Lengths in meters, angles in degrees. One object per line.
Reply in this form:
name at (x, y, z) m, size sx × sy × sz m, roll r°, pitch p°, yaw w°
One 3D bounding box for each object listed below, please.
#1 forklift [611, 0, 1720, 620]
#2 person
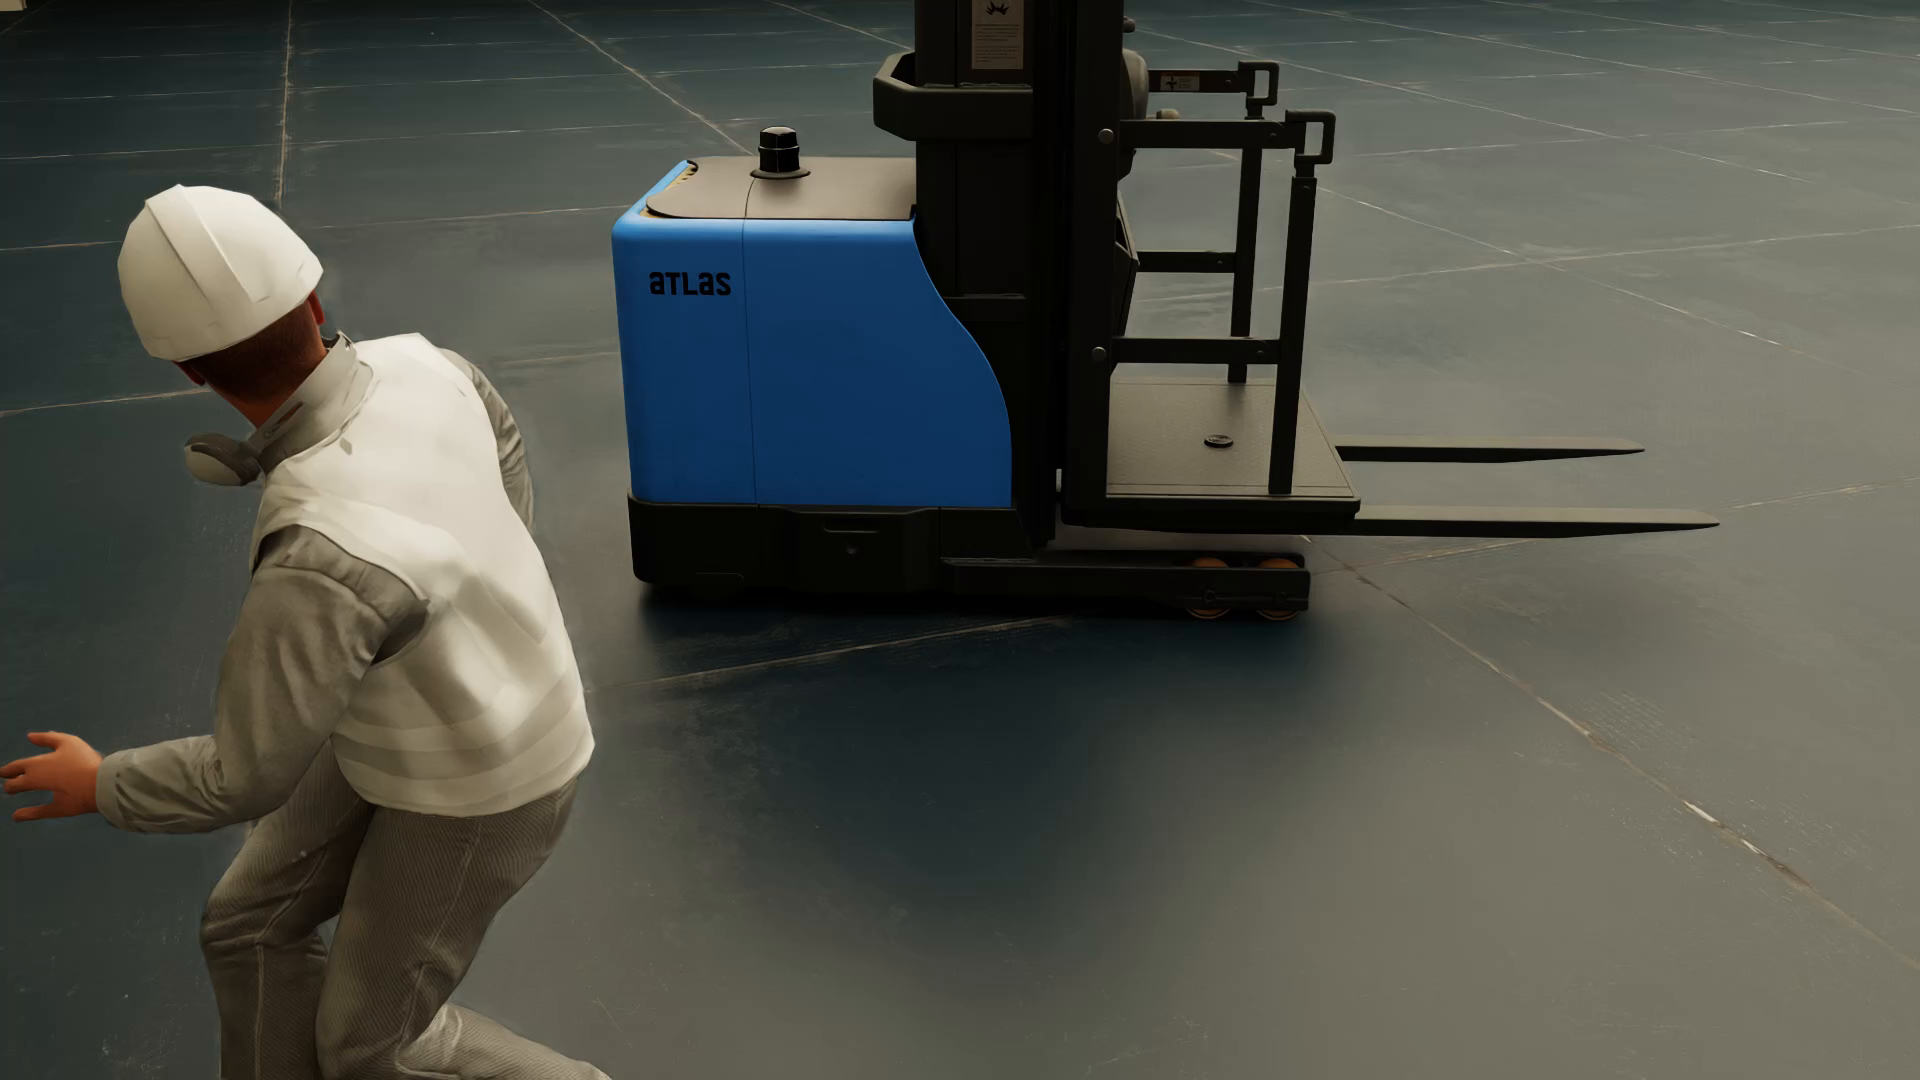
forklift at (0.610, -1.342, 4.490) m, size 3.031 × 2.935 × 1.130 m, roll 1°, pitch 23°, yaw 2°
person at (-0.915, 0.281, 2.359) m, size 0.763 × 1.614 × 0.748 m, roll -9°, pitch 24°, yaw -19°
